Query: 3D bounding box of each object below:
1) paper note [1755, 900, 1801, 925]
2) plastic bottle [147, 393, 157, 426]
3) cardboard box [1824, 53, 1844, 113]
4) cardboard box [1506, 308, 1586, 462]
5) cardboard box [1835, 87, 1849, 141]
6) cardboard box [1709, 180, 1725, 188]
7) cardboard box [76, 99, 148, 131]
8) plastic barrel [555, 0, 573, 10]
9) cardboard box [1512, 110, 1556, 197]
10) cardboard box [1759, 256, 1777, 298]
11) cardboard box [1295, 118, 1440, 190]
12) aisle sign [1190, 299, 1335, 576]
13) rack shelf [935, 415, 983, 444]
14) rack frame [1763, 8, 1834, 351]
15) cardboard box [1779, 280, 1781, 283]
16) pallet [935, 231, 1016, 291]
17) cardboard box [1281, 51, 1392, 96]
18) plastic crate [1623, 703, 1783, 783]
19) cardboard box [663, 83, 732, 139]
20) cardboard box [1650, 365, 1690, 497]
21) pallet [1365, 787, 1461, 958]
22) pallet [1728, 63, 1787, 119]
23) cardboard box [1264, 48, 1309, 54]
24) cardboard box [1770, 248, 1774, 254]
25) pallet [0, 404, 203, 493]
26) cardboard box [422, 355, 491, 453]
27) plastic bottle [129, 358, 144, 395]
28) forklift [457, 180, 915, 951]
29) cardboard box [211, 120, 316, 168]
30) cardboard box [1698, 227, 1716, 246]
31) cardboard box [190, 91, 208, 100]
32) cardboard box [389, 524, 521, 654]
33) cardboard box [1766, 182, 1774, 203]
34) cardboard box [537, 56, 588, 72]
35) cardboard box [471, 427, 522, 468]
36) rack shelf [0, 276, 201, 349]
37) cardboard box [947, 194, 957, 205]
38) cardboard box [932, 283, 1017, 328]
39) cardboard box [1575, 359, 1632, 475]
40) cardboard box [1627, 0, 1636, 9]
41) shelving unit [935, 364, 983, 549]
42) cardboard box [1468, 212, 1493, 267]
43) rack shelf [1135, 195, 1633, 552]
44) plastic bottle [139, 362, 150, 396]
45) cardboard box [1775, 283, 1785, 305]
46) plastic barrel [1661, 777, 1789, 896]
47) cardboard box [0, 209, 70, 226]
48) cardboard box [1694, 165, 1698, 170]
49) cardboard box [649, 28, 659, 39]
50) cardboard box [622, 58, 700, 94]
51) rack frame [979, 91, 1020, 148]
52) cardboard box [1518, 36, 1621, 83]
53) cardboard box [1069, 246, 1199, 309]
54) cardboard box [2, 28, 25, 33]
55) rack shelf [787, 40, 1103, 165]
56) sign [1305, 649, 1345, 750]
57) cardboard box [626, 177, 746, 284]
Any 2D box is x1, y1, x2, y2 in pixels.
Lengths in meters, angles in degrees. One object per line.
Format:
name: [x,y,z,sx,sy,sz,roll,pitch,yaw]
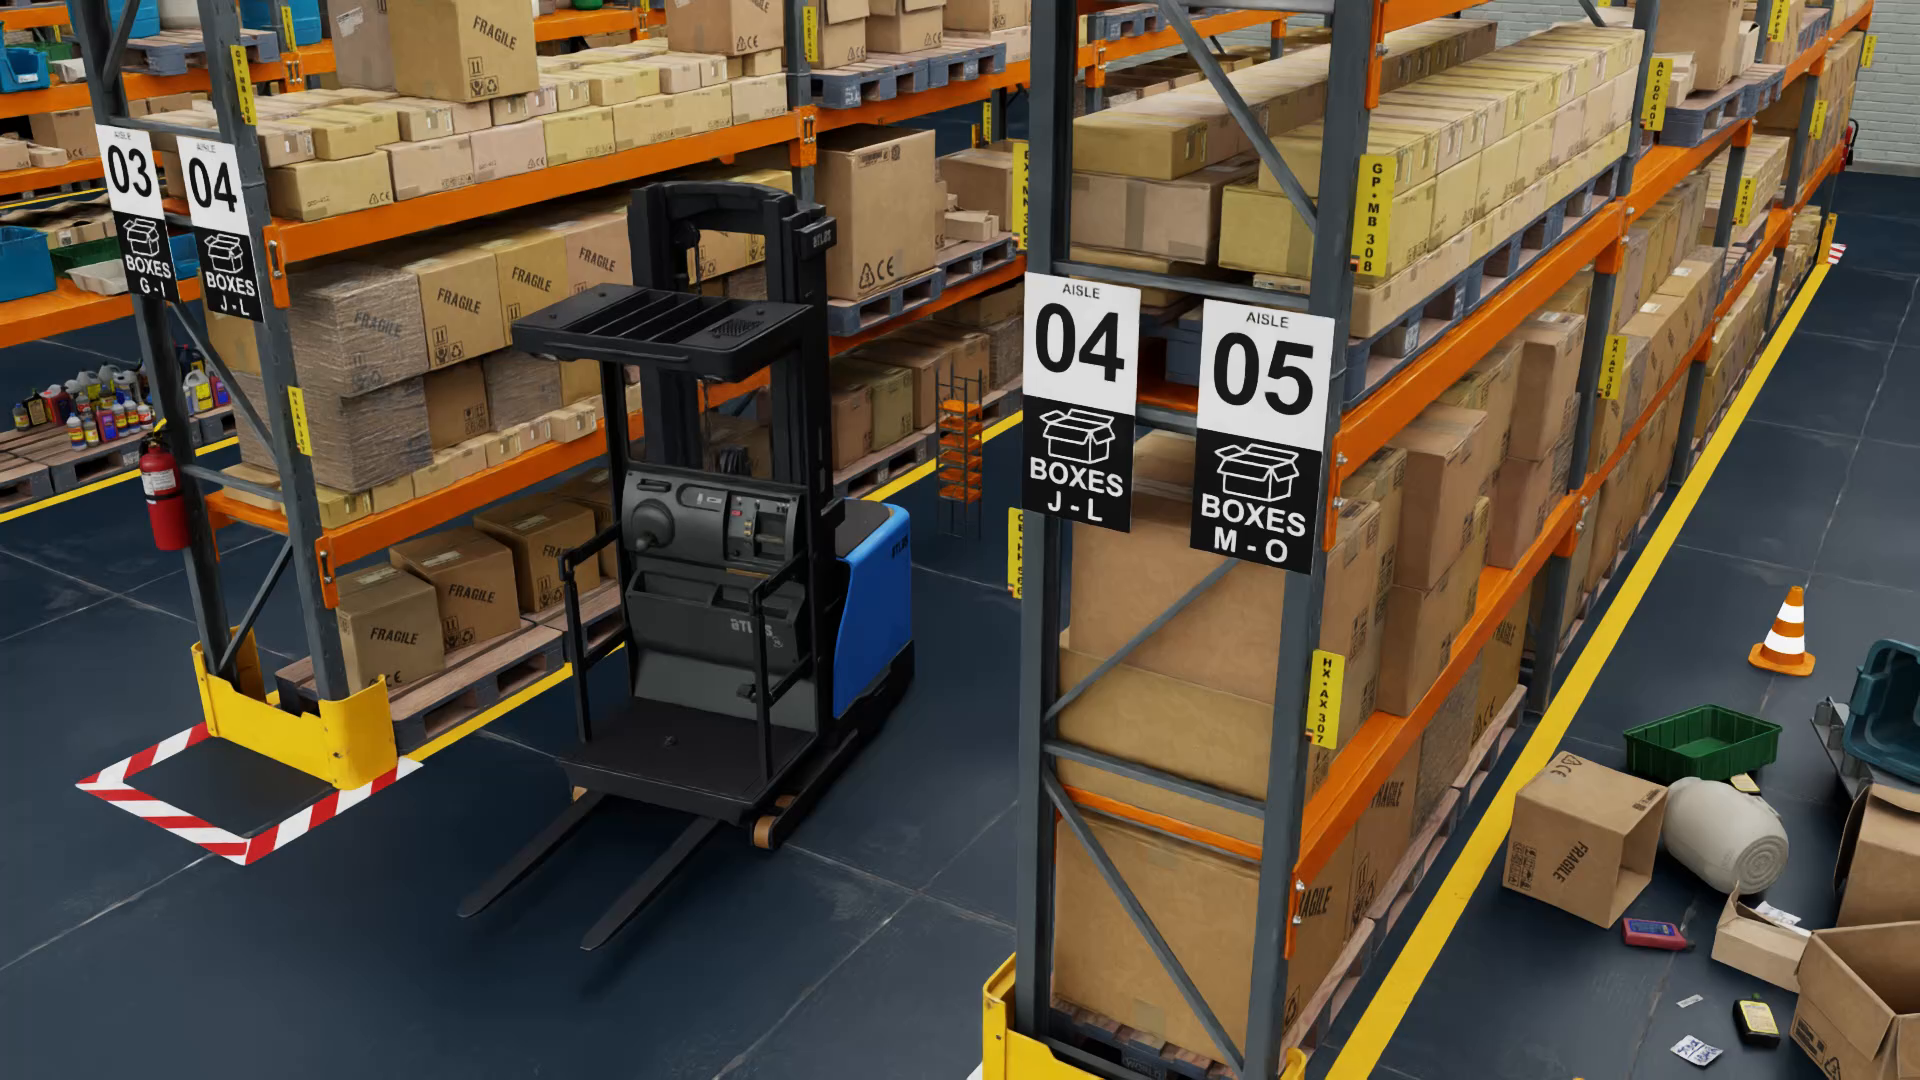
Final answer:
paper note: [3.608,1.667,7.371,0.155,0.023,0.172,-17,29,-35]
plastic bottle: [-6.147,-1.017,12.703,0.097,0.271,0.097,0,23,0]
cardboard box: [7.988,-4.325,15.707,0.500,0.500,0.500,14,27,30]
cardboard box: [2.355,-0.778,7.724,0.875,0.550,0.550,14,27,29]
cardboard box: [8.806,-4.395,17.127,0.500,0.500,0.500,13,27,28]
cardboard box: [5.701,-2.619,12.563,0.380,0.149,0.250,13,26,27]
cardboard box: [-8.843,-4.340,17.374,0.500,0.500,0.500,14,27,29]
plastic barrel: [-3.912,-5.390,16.008,0.421,0.512,0.421,0,23,0]
cardboard box: [1.931,-1.494,6.310,0.500,0.250,0.500,14,27,29]
cardboard box: [6.812,-2.326,14.522,0.500,0.250,0.500,13,27,28]
cardboard box: [1.240,-1.187,5.099,0.380,0.149,0.250,14,27,29]
aisle sign: [0.878,-0.297,4.888,0.394,0.787,0.004,14,27,29]
rack shelf: [-0.008,-0.725,10.923,0.258,0.103,0.180,14,27,29]
rack frame: [6.990,-3.241,14.961,1.000,3.000,0.127,14,27,29]
cardboard box: [7.774,-2.462,16.221,0.380,0.149,0.250,13,27,28]
pallet: [-0.290,-2.200,12.797,1.003,0.211,1.213,14,27,29]
cardboard box: [1.487,-1.842,6.611,0.380,0.149,0.250,14,27,29]
plastic crate: [3.792,1.056,8.501,0.662,0.188,0.450,-12,16,-26]
cardboard box: [-1.693,-2.540,9.754,0.500,0.250,0.500,15,27,30]
cardboard box: [4.483,-0.865,11.775,1.050,0.750,0.750,13,27,28]
pallet: [1.660,1.392,7.768,1.003,0.211,1.213,14,27,29]
pallet: [4.586,-2.952,10.756,1.213,0.211,1.003,15,28,31]
cardboard box: [3.566,-4.999,17.892,0.500,0.500,0.500,14,27,29]
cardboard box: [7.753,-2.740,16.116,0.380,0.149,0.250,13,27,28]
pallet: [-6.631,-0.741,12.697,1.003,0.211,1.213,14,27,29]
cardboard box: [-3.025,-0.821,8.870,0.875,0.500,0.500,14,27,29]
plastic bottle: [-6.599,-1.312,13.369,0.061,0.283,0.133,15,28,31]
forklift: [-1.266,-0.069,7.719,1.130,2.935,3.031,9,25,20]
cardboard box: [-3.159,-1.800,7.543,0.380,0.149,0.250,14,27,29]
cardboard box: [5.306,-2.226,12.029,0.380,0.149,0.250,15,28,31]
cardboard box: [-10.938,-5.800,23.049,0.750,0.750,0.750,14,27,29]
cardboard box: [-2.870,0.274,9.460,0.500,0.500,0.500,-20,31,-39]
cardboard box: [6.679,-2.971,14.126,0.380,0.149,0.250,14,27,29]
cardboard box: [-2.375,-2.705,9.635,0.380,0.149,0.250,13,27,28]
cardboard box: [-2.602,-0.529,9.012,0.380,0.149,0.250,14,27,29]
rack shelf: [-6.653,-1.647,12.185,1.077,0.370,4.000,14,27,29]
cardboard box: [-0.360,-2.571,13.073,0.500,0.250,0.500,13,27,27]
cardboard box: [0.121,-1.950,13.627,0.500,0.250,0.500,17,29,35]
cardboard box: [3.276,-0.708,8.984,0.500,0.500,0.500,14,27,30]
cardboard box: [4.966,-3.559,11.795,0.500,0.500,0.500,14,27,29]
shelving unit: [-0.008,-0.546,11.000,0.258,1.200,0.189,14,27,29]
cardboard box: [1.646,-1.080,5.856,0.380,0.149,0.250,14,27,29]
rack shelf: [1.715,-0.912,6.712,1.077,0.370,4.000,14,27,29]
plastic bottle: [-6.522,-1.296,13.348,0.097,0.271,0.097,0,23,0]
cardboard box: [7.453,-2.317,15.513,0.380,0.149,0.250,15,28,31]
plastic barrel: [3.475,1.346,7.609,0.421,0.421,0.512,-7,24,-17]
cardboard box: [-9.565,-3.254,17.217,0.500,0.311,0.500,15,27,30]
cardboard box: [6.257,-3.331,14.581,0.380,0.149,0.250,13,27,28]
cardboard box: [-4.551,-6.894,23.275,0.500,0.500,0.500,14,27,29]
cardboard box: [-1.717,-2.663,9.536,0.380,0.149,0.250,13,27,27]
rack frame: [0.732,-6.703,22.957,1.000,3.000,0.127,14,27,29]
cardboard box: [2.582,-2.047,7.084,0.380,0.149,0.250,14,27,29]
cardboard box: [0.548,-0.874,5.379,0.380,0.149,0.250,14,27,29]
cardboard box: [-12.061,-6.501,20.996,0.380,0.149,0.250,10,25,22]
rack shelf: [-0.335,-3.336,12.310,1.077,0.370,4.000,14,27,29]
sign: [1.129,0.494,5.144,0.100,0.325,0.005,14,27,29]
cardboard box: [-1.657,-1.877,10.052,0.500,0.500,0.500,14,27,29]
